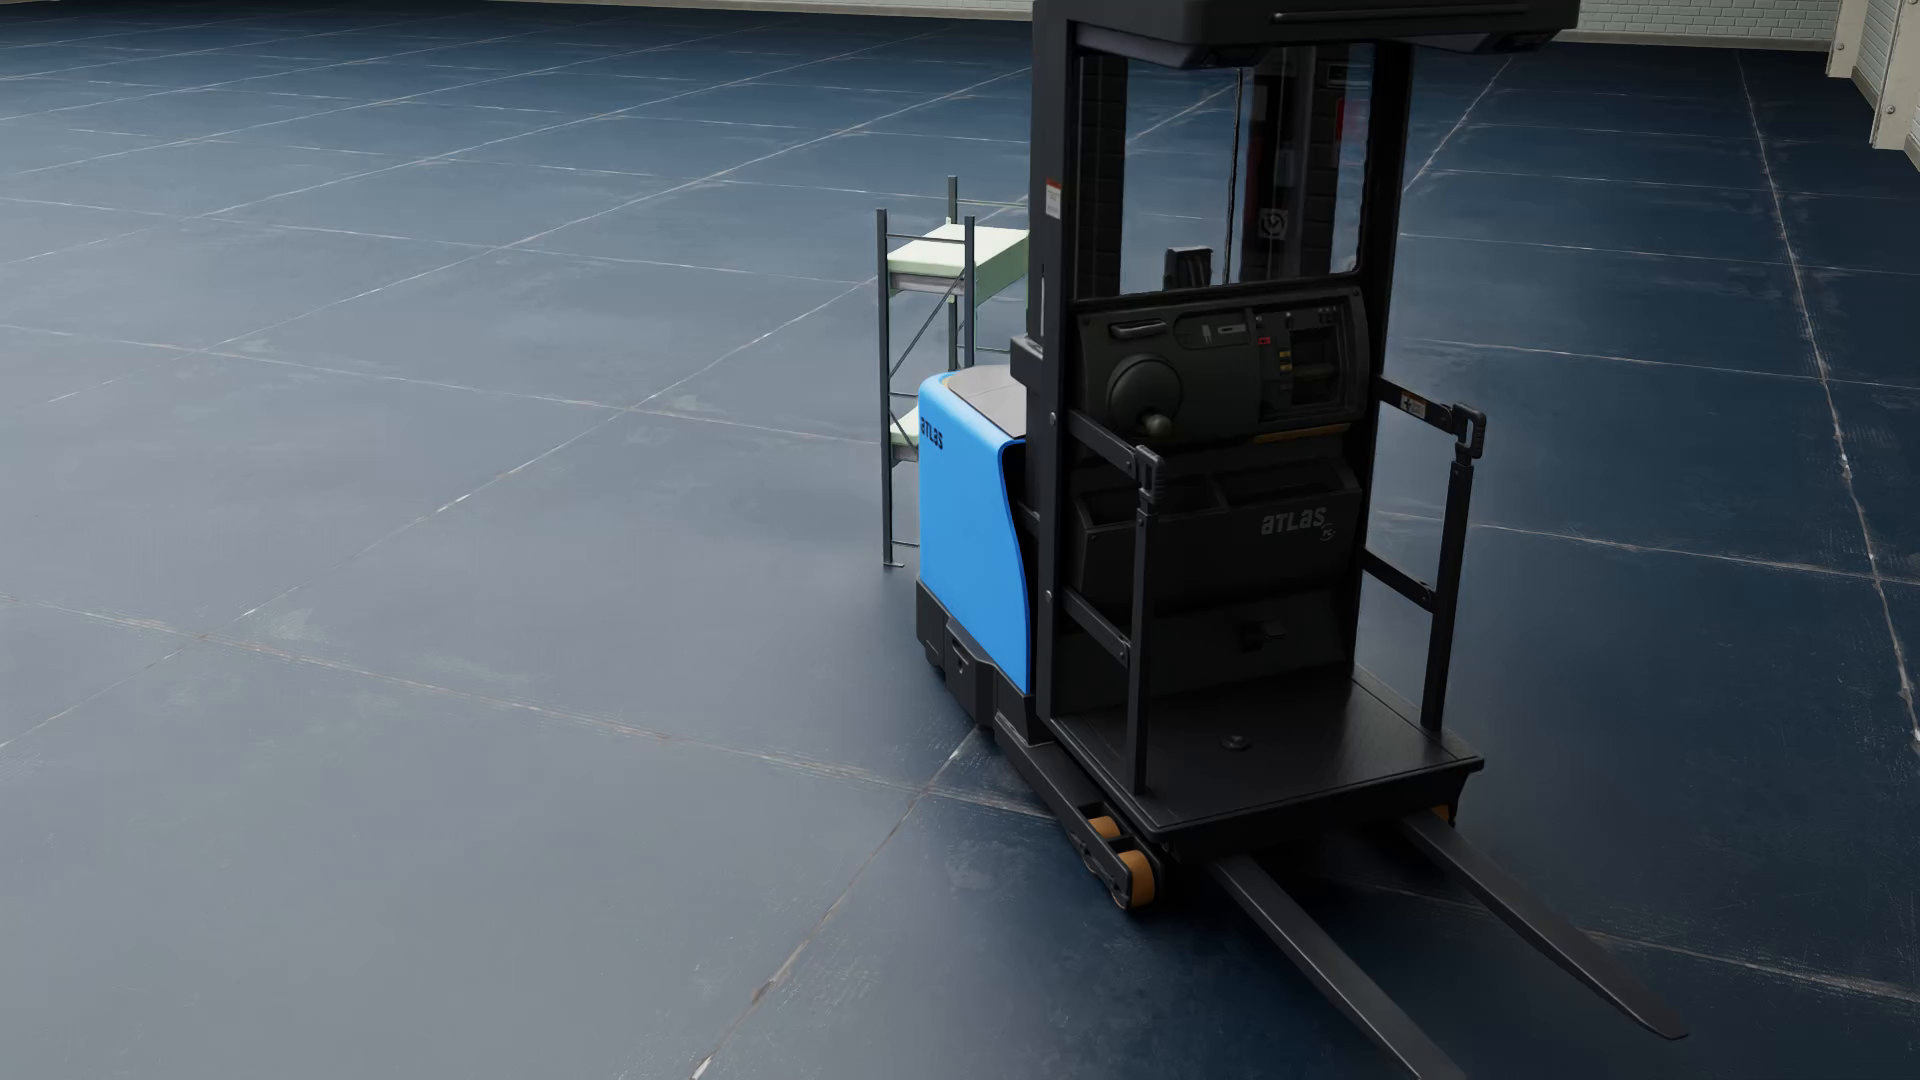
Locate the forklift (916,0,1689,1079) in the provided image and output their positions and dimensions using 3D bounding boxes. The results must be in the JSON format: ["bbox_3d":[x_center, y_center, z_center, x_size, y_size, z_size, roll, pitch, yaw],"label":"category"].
[{"bbox_3d":[0.849,-0.485,4.608,1.130,2.935,3.031,-9,24,-20],"label":"forklift"}]

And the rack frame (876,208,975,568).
[{"bbox_3d":[-0.133,-0.563,6.653,0.400,1.500,0.023,9,24,20],"label":"rack frame"}]

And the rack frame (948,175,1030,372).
[{"bbox_3d":[0.138,-0.825,7.280,0.400,1.500,0.023,9,24,20],"label":"rack frame"}]

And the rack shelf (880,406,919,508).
[{"bbox_3d":[0.002,-0.394,7.092,0.431,0.370,0.720,9,24,20],"label":"rack shelf"}]

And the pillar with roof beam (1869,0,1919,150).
[{"bbox_3d":[5.348,-8.733,16.483,9.100,9.000,0.400,9,24,20],"label":"pillar with roof beam"}]

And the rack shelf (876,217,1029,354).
[{"bbox_3d":[0.002,-1.055,6.816,0.431,0.370,0.720,9,24,20],"label":"rack shelf"}]

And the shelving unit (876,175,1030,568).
[{"bbox_3d":[0.002,-0.694,6.967,0.431,1.500,0.755,9,24,20],"label":"shelving unit"}]

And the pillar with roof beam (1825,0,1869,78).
[{"bbox_3d":[7.576,-10.880,21.623,9.100,9.000,0.400,9,24,20],"label":"pillar with roof beam"}]
